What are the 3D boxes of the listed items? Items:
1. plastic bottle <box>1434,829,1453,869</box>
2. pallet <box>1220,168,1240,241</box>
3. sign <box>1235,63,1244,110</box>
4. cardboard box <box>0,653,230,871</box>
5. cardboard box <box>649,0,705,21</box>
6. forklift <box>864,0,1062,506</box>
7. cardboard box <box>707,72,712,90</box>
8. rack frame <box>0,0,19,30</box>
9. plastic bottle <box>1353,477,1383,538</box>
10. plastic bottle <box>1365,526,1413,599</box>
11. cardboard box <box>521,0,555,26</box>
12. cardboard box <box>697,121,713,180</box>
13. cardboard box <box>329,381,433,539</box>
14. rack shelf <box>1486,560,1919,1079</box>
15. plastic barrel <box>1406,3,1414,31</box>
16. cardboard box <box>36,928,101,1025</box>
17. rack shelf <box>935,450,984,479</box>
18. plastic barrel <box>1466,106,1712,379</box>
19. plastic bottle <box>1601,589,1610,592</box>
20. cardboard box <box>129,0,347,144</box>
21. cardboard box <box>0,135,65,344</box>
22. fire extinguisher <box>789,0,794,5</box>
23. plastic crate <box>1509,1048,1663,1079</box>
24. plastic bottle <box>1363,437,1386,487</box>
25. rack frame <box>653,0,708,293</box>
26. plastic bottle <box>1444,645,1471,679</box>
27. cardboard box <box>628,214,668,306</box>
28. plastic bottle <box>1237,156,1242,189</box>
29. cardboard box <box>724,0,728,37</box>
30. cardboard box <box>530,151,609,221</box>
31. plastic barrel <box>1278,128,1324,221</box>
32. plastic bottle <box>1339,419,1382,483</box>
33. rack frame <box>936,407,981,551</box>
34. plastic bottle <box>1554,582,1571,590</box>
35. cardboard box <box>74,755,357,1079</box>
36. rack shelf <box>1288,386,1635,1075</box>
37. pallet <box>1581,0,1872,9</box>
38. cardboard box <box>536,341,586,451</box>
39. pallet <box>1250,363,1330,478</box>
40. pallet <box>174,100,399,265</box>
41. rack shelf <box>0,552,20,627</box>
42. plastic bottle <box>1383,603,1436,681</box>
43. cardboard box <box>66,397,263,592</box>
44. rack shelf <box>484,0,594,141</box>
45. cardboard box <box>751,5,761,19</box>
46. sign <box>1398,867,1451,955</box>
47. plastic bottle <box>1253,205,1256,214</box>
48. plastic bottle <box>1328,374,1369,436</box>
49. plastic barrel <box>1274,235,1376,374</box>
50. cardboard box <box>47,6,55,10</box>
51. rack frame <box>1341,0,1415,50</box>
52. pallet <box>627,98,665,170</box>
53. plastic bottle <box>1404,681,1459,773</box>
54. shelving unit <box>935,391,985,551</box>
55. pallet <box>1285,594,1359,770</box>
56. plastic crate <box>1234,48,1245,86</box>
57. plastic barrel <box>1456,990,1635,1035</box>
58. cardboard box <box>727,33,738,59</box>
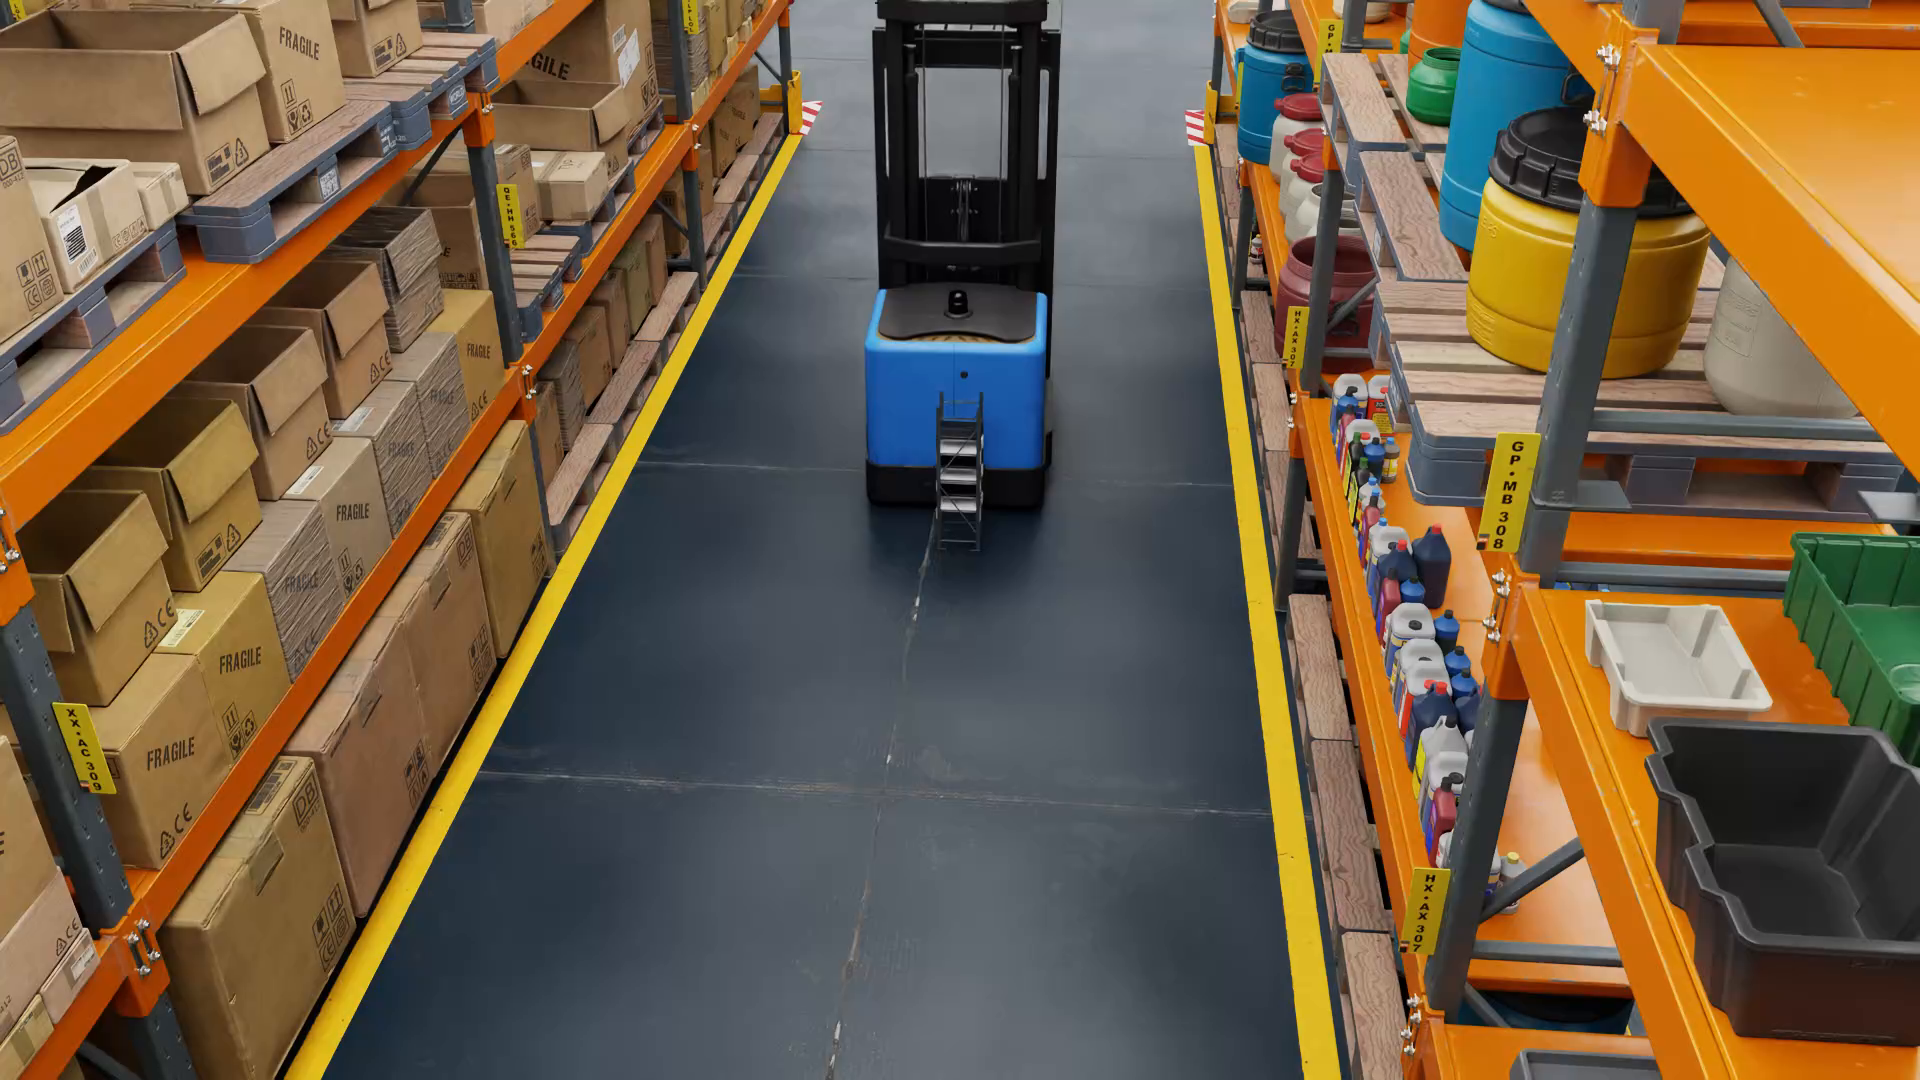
[{"bbox_3d":[1.553,0.997,5.244,0.097,0.201,0.097,0,32,0],"label":"plastic bottle"},{"bbox_3d":[2.705,-2.792,13.859,1.003,0.211,1.213,2,32,4],"label":"pallet"},{"bbox_3d":[1.965,-3.137,11.497,0.100,0.325,0.005,2,32,4],"label":"sign"},{"bbox_3d":[-2.789,0.710,5.424,0.500,0.500,0.500,3,32,4],"label":"cardboard box"},{"bbox_3d":[-2.134,-4.020,11.863,0.500,0.500,0.500,2,32,4],"label":"cardboard box"},{"bbox_3d":[0.052,-2.193,10.296,1.130,2.935,3.031,2,32,3],"label":"forklift"},{"bbox_3d":[-2.081,-3.456,12.518,0.380,0.149,0.250,2,32,4],"label":"cardboard box"},{"bbox_3d":[-7.360,-3.466,12.295,1.000,3.000,0.127,2,32,4],"label":"rack frame"},{"bbox_3d":[1.725,-0.139,7.019,0.097,0.271,0.097,0,32,0],"label":"plastic bottle"},{"bbox_3d":[1.716,0.092,6.639,0.152,0.276,0.135,2,32,4],"label":"plastic bottle"},{"bbox_3d":[-2.416,-2.826,8.541,0.500,0.250,0.500,3,32,5],"label":"cardboard box"},{"bbox_3d":[-2.341,-3.151,13.767,0.500,0.500,0.500,0,32,0],"label":"cardboard box"},{"bbox_3d":[-2.629,-0.351,7.146,0.500,0.500,0.500,1,32,2],"label":"cardboard box"},{"bbox_3d":[1.698,1.269,2.439,1.077,0.370,4.000,2,32,4],"label":"rack shelf"},{"bbox_3d":[2.470,-2.809,7.892,0.600,0.901,0.600,0,32,0],"label":"plastic barrel"},{"bbox_3d":[-2.774,1.262,4.862,0.380,0.149,0.250,3,32,4],"label":"cardboard box"},{"bbox_3d":[-0.001,-0.427,9.258,0.258,0.077,0.200,2,32,4],"label":"rack shelf"},{"bbox_3d":[1.733,-0.828,4.576,0.600,0.588,0.600,0,32,0],"label":"plastic barrel"},{"bbox_3d":[2.417,0.307,6.296,0.097,0.271,0.097,0,32,0],"label":"plastic bottle"},{"bbox_3d":[-2.710,-1.831,6.287,0.500,0.500,0.500,4,32,7],"label":"cardboard box"},{"bbox_3d":[-3.038,-0.820,4.647,0.700,0.500,0.500,3,32,5],"label":"cardboard box"},{"bbox_3d":[-1.630,-5.300,15.345,0.296,0.674,0.183,2,32,4],"label":"fire extinguisher"},{"bbox_3d":[1.538,1.597,3.962,0.402,0.464,0.583,2,32,4],"label":"plastic crate"},{"bbox_3d":[1.815,-0.327,7.324,0.097,0.271,0.097,0,32,0],"label":"plastic bottle"},{"bbox_3d":[-2.424,-3.201,11.866,1.000,3.000,0.127,2,32,4],"label":"rack frame"},{"bbox_3d":[1.778,0.499,5.984,0.097,0.271,0.097,0,32,0],"label":"plastic bottle"},{"bbox_3d":[-2.496,-2.004,11.886,0.700,0.500,0.500,0,32,0],"label":"cardboard box"},{"bbox_3d":[2.343,-3.060,13.806,0.061,0.283,0.133,3,32,5],"label":"plastic bottle"},{"bbox_3d":[-2.310,-4.129,12.992,0.875,0.500,0.500,2,32,4],"label":"cardboard box"},{"bbox_3d":[-2.384,-2.091,9.807,0.500,0.250,0.500,2,32,3],"label":"cardboard box"},{"bbox_3d":[2.156,-2.173,10.068,0.433,0.535,0.433,0,32,0],"label":"plastic barrel"},{"bbox_3d":[1.791,-0.391,7.424,0.152,0.276,0.135,2,32,4],"label":"plastic bottle"},{"bbox_3d":[-0.009,-0.326,9.201,0.240,0.900,0.006,2,32,4],"label":"rack frame"},{"bbox_3d":[2.281,0.250,6.389,0.097,0.271,0.097,0,32,0],"label":"plastic bottle"},{"bbox_3d":[-3.043,1.372,6.069,1.225,0.875,0.875,3,32,4],"label":"cardboard box"},{"bbox_3d":[2.024,0.454,6.620,1.077,0.370,4.000,2,32,4],"label":"rack shelf"},{"bbox_3d":[1.898,-1.544,4.019,1.003,0.211,1.213,2,32,4],"label":"pallet"},{"bbox_3d":[-2.683,-0.874,10.053,0.700,0.500,0.500,0,32,0],"label":"cardboard box"},{"bbox_3d":[2.390,-0.750,10.547,1.003,0.211,1.213,2,32,4],"label":"pallet"},{"bbox_3d":[-2.838,-1.382,6.235,1.003,0.211,1.213,4,32,6],"label":"pallet"},{"bbox_3d":[-3.239,1.057,2.782,1.077,0.370,4.000,2,32,4],"label":"rack shelf"},{"bbox_3d":[1.671,0.380,6.173,0.152,0.276,0.135,2,32,4],"label":"plastic bottle"},{"bbox_3d":[-2.964,-0.180,5.912,0.797,0.503,0.637,3,32,5],"label":"cardboard box"},{"bbox_3d":[-2.587,-3.126,9.570,1.077,0.370,4.000,2,32,4],"label":"rack shelf"},{"bbox_3d":[-1.942,-4.634,14.431,0.380,0.149,0.250,2,32,4],"label":"cardboard box"},{"bbox_3d":[1.313,1.051,4.701,0.100,0.325,0.005,2,32,4],"label":"sign"},{"bbox_3d":[2.293,-2.499,12.831,0.144,0.351,0.185,1,32,2],"label":"plastic bottle"},{"bbox_3d":[1.829,-0.633,7.816,0.152,0.276,0.135,2,32,4],"label":"plastic bottle"},{"bbox_3d":[1.922,-1.211,8.507,0.600,0.536,0.708,2,32,4],"label":"plastic barrel"},{"bbox_3d":[-7.341,-3.723,12.570,0.875,0.550,0.550,2,32,4],"label":"cardboard box"},{"bbox_3d":[2.187,-3.452,6.554,1.000,3.000,0.127,2,32,4],"label":"rack frame"},{"bbox_3d":[-2.632,-2.726,11.277,1.003,0.211,1.213,2,32,4],"label":"pallet"},{"bbox_3d":[1.625,0.623,5.707,0.144,0.351,0.185,2,32,4],"label":"plastic bottle"},{"bbox_3d":[-0.001,-0.379,9.287,0.258,0.900,0.210,2,32,4],"label":"shelving unit"},{"bbox_3d":[2.164,0.703,8.188,1.003,0.211,1.213,2,32,4],"label":"pallet"},{"bbox_3d":[2.332,-3.517,12.519,0.499,0.251,0.616,2,32,4],"label":"plastic crate"},{"bbox_3d":[1.922,1.624,5.635,0.600,0.901,0.708,2,32,4],"label":"plastic barrel"},{"bbox_3d":[-1.998,-3.979,13.367,0.380,0.149,0.250,2,32,4],"label":"cardboard box"}]
